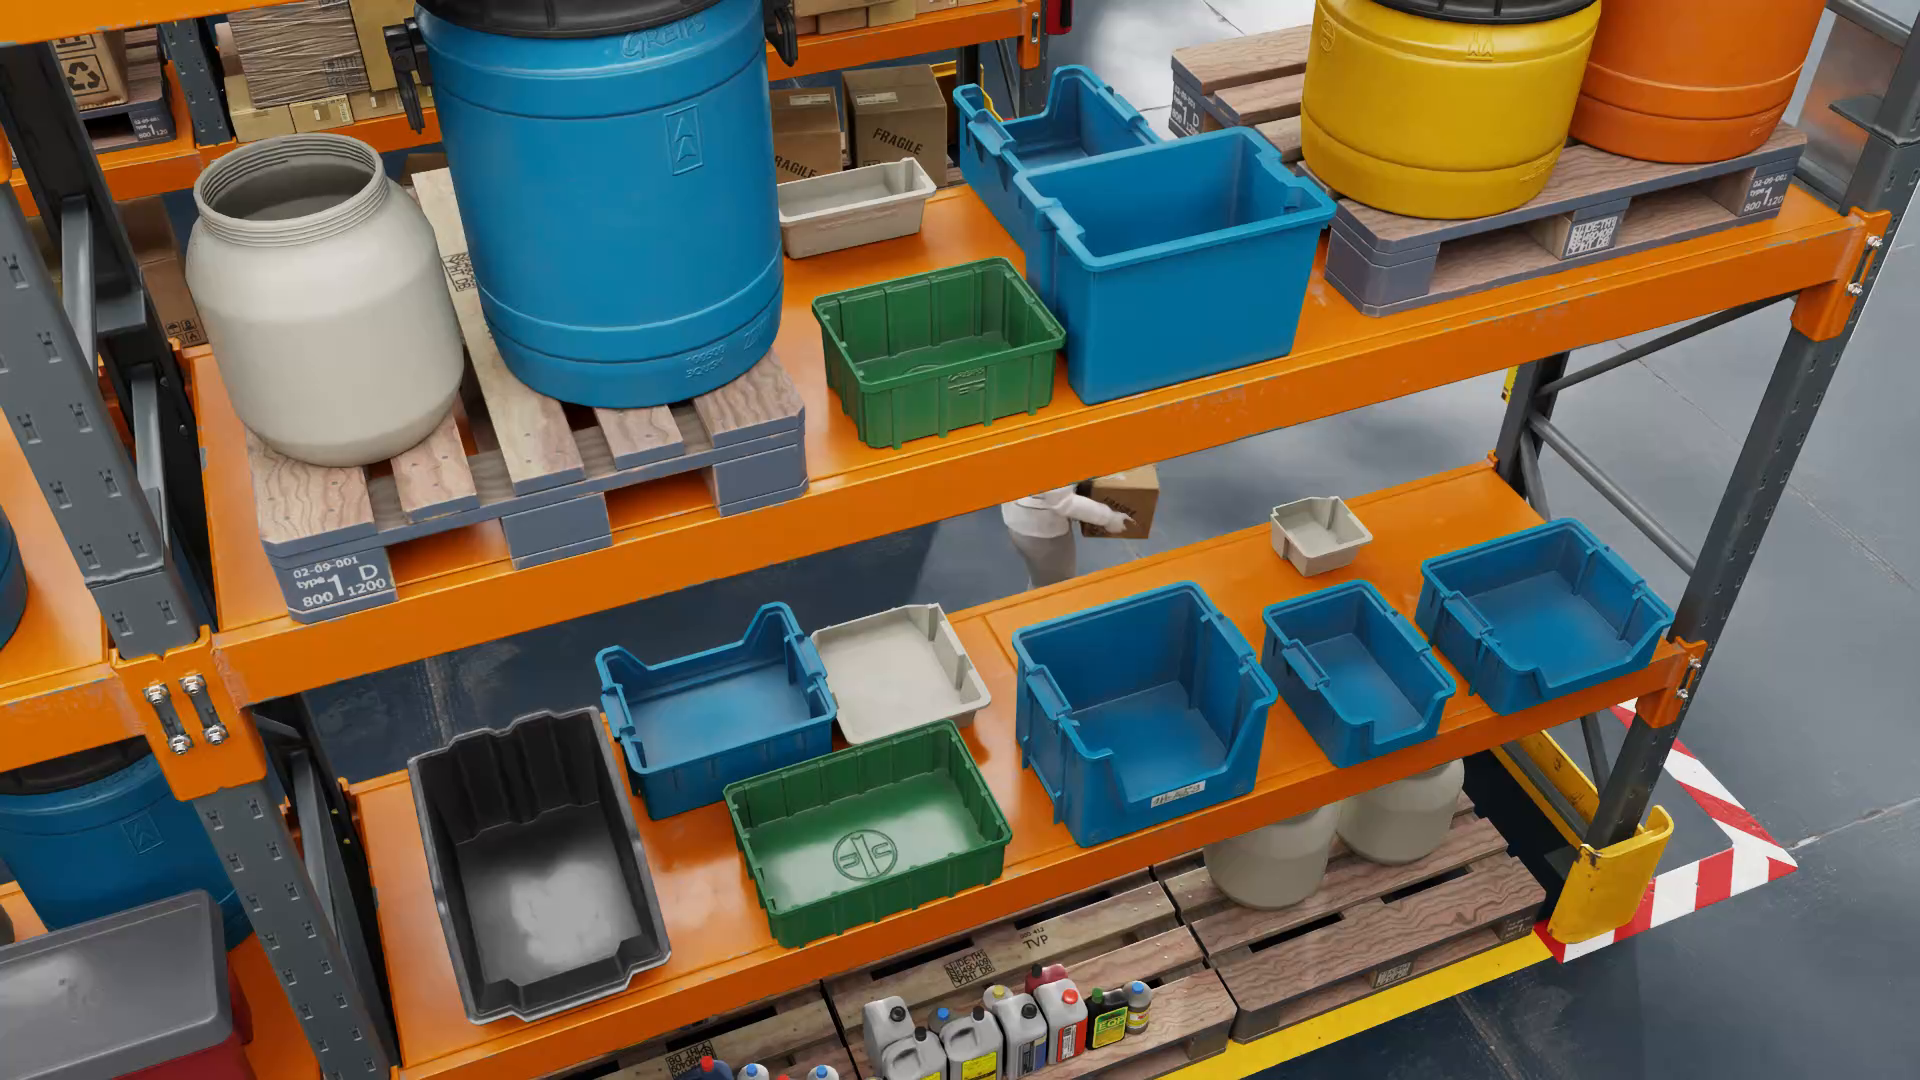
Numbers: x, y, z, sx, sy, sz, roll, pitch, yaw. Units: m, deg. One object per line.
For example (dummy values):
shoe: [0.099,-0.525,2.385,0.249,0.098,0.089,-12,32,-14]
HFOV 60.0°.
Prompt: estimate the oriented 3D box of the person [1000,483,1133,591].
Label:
person: [0.394,-0.106,6.254,0.489,1.692,0.489,-3,42,-3]
